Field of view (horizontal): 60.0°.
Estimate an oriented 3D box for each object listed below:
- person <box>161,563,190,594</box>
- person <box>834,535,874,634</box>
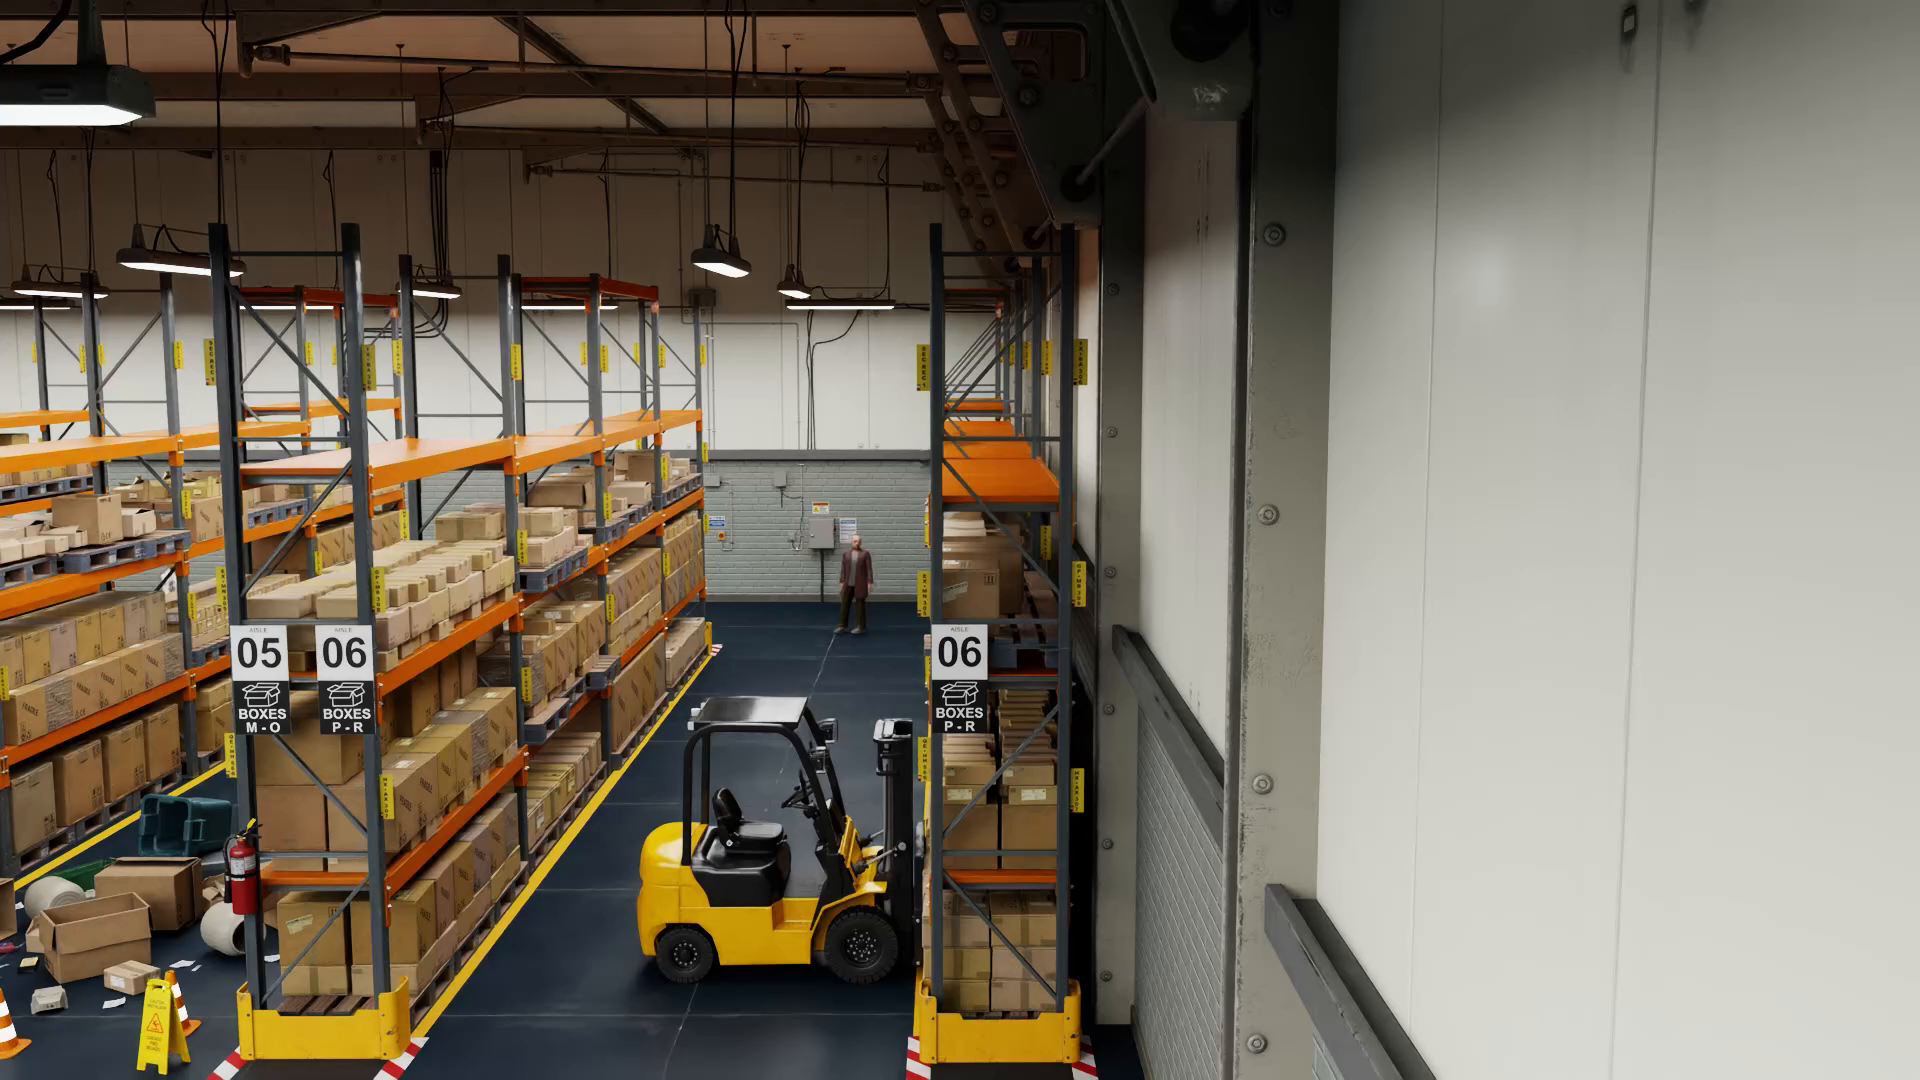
[{"bbox_3d":[-13.170,1.079,27.941,0.395,1.705,0.521,1,7,7],"label":"person"},{"bbox_3d":[-1.897,0.805,29.854,0.645,1.776,0.538,4,8,29],"label":"person"}]
